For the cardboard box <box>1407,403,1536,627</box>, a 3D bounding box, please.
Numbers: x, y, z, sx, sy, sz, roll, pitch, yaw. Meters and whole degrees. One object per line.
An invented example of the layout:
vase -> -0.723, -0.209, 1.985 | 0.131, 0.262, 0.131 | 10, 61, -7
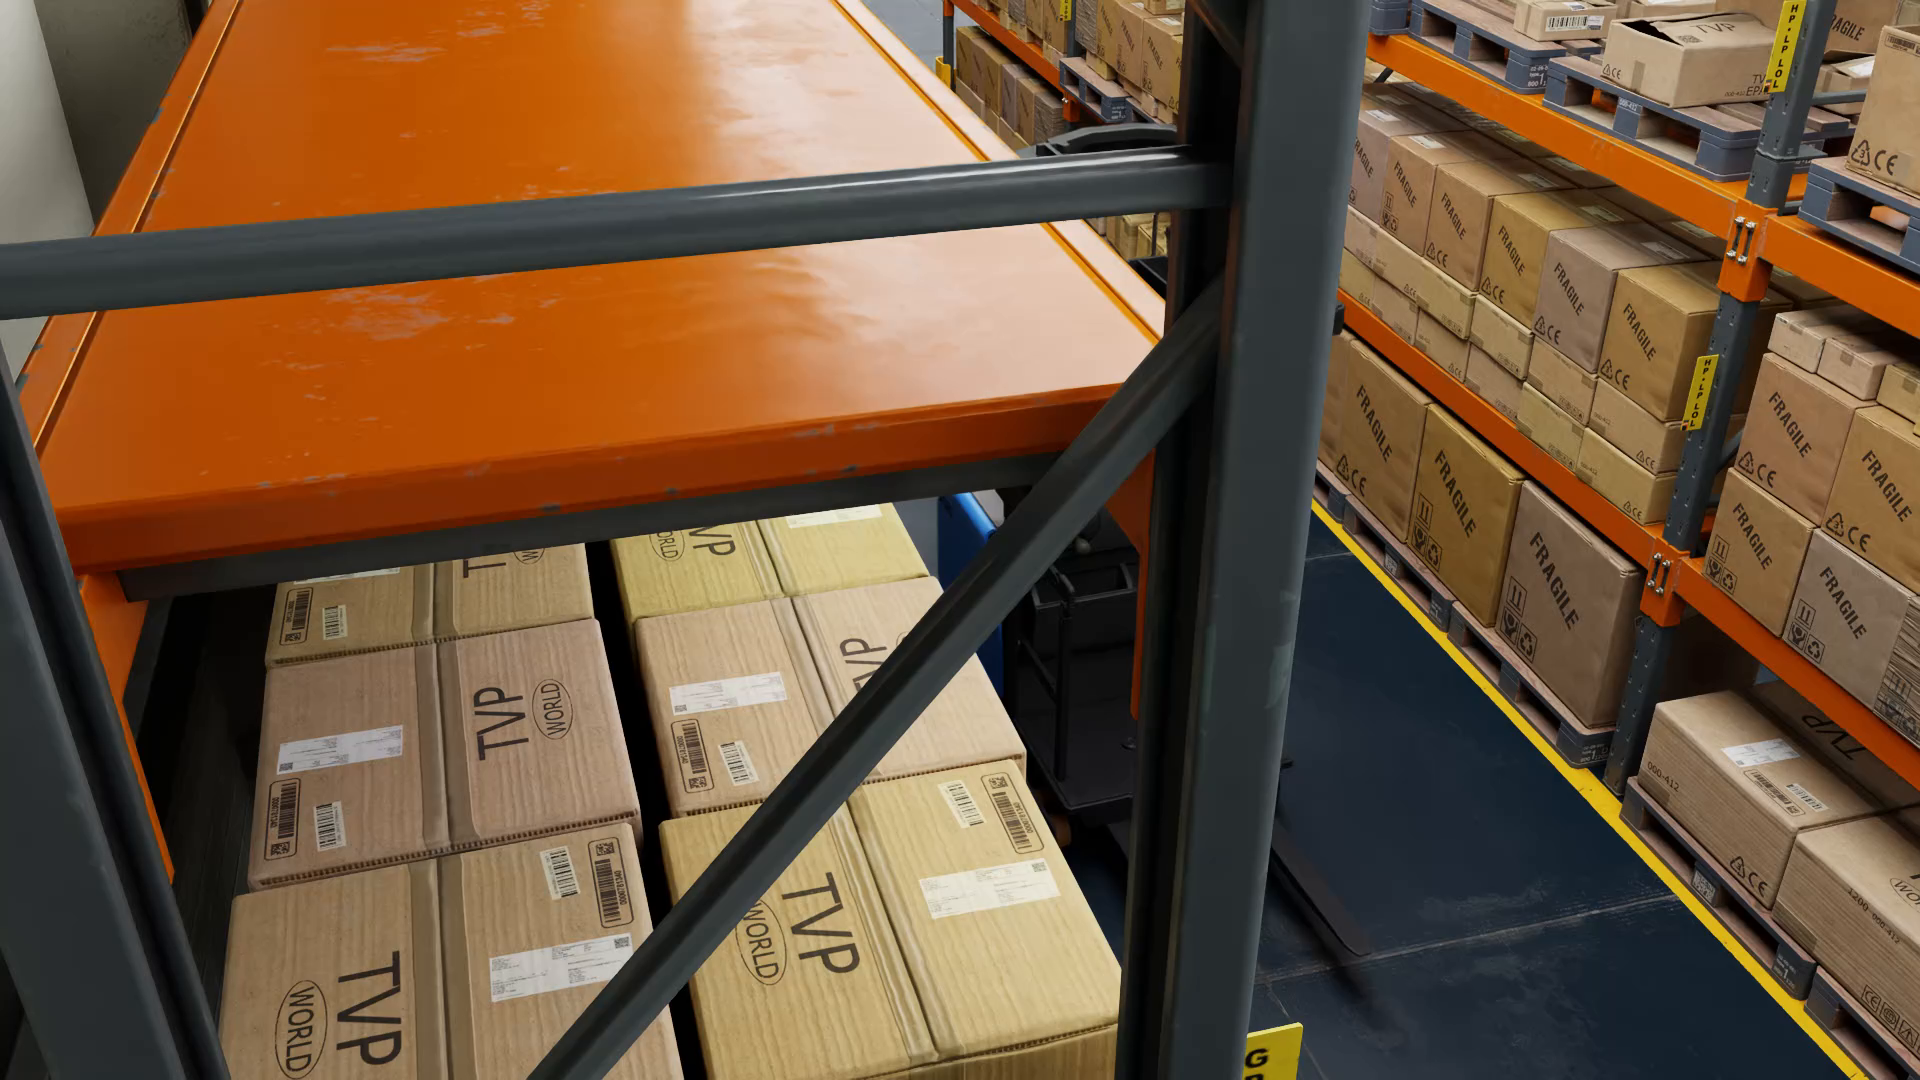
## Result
cardboard box -> 3.014, -0.187, 8.781 | 0.875, 0.875, 0.875 | -7, 31, -12

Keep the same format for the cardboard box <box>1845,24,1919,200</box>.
cardboard box -> 3.457, -1.456, 5.657 | 0.500, 0.500, 0.500 | -7, 31, -12

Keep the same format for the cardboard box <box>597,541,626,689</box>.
cardboard box -> -0.512, 0.041, 3.543 | 0.500, 0.250, 0.500 | -8, 31, -14

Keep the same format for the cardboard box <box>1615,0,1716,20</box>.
cardboard box -> 3.356, -2.552, 7.885 | 0.396, 0.266, 0.258 | -5, 30, -9

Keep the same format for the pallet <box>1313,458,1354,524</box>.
pallet -> 2.578, -0.535, 10.464 | 1.003, 0.211, 1.213 | -8, 31, -13

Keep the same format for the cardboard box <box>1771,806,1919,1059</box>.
cardboard box -> 3.805, 1.476, 6.344 | 0.875, 0.438, 0.875 | -9, 31, -15

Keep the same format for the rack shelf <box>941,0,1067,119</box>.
rack shelf -> 0.849, -4.720, 15.628 | 1.077, 0.370, 4.000 | -8, 31, -13

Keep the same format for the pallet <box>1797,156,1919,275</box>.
pallet -> 3.710, -1.064, 5.689 | 1.003, 0.211, 1.213 | -8, 31, -13

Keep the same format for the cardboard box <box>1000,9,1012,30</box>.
cardboard box -> 0.586, -4.808, 15.314 | 0.380, 0.149, 0.250 | -8, 31, -13

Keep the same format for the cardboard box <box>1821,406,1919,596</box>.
cardboard box -> 3.524, -0.170, 5.952 | 0.500, 0.500, 0.500 | -8, 31, -14

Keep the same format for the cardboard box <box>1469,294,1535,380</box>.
cardboard box -> 2.869, -1.023, 8.174 | 0.500, 0.250, 0.500 | -7, 31, -12

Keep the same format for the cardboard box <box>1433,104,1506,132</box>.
cardboard box -> 2.975, -2.147, 9.368 | 0.500, 0.500, 0.500 | -7, 31, -12

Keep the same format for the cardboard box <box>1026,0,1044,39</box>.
cardboard box -> 0.879, -4.666, 14.421 | 0.500, 0.500, 0.500 | -7, 31, -12

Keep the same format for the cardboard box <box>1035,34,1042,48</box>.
cardboard box -> 0.881, -4.449, 14.693 | 0.380, 0.149, 0.250 | -8, 31, -14

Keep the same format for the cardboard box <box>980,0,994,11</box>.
cardboard box -> 0.406, -5.188, 15.971 | 0.380, 0.149, 0.250 | -7, 31, -12

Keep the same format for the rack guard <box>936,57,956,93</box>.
rack guard -> 0.338, -4.878, 17.679 | 1.175, 0.500, 0.348 | -8, 31, -13

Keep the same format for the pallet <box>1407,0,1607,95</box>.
pallet -> 2.963, -2.506, 8.279 | 1.003, 0.211, 1.213 | -6, 31, -11

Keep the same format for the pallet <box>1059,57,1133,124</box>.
pallet -> 1.442, -3.594, 13.156 | 1.003, 0.211, 1.213 | -8, 31, -13

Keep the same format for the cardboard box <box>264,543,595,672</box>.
cardboard box -> -0.891, 0.138, 2.877 | 0.500, 0.250, 0.500 | -8, 31, -13

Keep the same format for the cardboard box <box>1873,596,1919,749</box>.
cardboard box -> 3.631, 0.502, 5.789 | 0.500, 0.500, 0.500 | -8, 31, -13

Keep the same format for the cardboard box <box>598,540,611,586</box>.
cardboard box -> -0.504, -0.167, 3.404 | 0.500, 0.250, 0.500 | -7, 31, -12

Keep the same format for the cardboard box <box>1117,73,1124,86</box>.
cardboard box -> 1.429, -3.581, 12.773 | 0.380, 0.149, 0.250 | -6, 31, -10

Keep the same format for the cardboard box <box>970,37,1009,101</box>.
cardboard box -> 0.416, -4.623, 16.321 | 0.500, 0.500, 0.500 | -9, 31, -15

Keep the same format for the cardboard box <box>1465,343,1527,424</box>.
cardboard box -> 2.892, -0.812, 8.308 | 0.500, 0.250, 0.500 | -9, 31, -15

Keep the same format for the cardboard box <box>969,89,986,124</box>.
cardboard box -> 0.394, -4.315, 16.536 | 0.500, 0.250, 0.500 | -7, 31, -11

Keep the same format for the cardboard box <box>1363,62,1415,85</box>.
cardboard box -> 2.545, -2.735, 10.665 | 0.500, 0.500, 0.500 | -9, 31, -15

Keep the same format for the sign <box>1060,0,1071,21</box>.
sign -> 0.859, -4.364, 13.431 | 0.100, 0.325, 0.005 | -8, 31, -13

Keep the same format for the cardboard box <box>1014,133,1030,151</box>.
cardboard box -> 0.813, -3.562, 15.236 | 0.500, 0.250, 0.500 | -9, 31, -15

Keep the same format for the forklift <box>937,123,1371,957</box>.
forklift -> 0.818, -0.126, 7.041 | 1.130, 2.935, 3.031 | -9, 31, -16

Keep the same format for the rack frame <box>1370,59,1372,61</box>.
rack frame -> 5.064, -6.704, 18.338 | 1.000, 3.000, 0.127 | -8, 31, -13

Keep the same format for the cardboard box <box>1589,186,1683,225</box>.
cardboard box -> 3.371, -1.413, 8.098 | 0.500, 0.500, 0.500 | -9, 31, -15

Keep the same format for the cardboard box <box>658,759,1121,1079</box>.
cardboard box -> -0.095, 0.566, 2.137 | 0.500, 0.250, 0.500 | -8, 31, -14

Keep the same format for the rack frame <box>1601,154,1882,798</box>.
rack frame -> 3.503, -0.201, 7.103 | 1.000, 3.000, 0.127 | -8, 31, -13

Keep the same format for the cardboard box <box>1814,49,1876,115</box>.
cardboard box -> 3.708, -1.911, 6.778 | 0.396, 0.266, 0.258 | -8, 31, -14

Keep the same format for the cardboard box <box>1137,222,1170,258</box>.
cardboard box -> 1.902, -2.174, 12.716 | 0.950, 0.372, 0.625 | -7, 31, -12

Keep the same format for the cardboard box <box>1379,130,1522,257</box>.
cardboard box -> 2.600, -1.848, 8.851 | 0.500, 0.500, 0.500 | -7, 31, -12

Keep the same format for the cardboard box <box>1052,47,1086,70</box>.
cardboard box -> 1.001, -4.071, 14.040 | 0.380, 0.149, 0.250 | -8, 31, -14

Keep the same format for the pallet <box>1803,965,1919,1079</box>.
pallet -> 3.957, 1.974, 6.129 | 1.003, 0.211, 1.213 | -8, 31, -13

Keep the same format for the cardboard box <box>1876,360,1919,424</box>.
cardboard box -> 3.529, -0.531, 5.928 | 0.380, 0.149, 0.250 | -8, 31, -14

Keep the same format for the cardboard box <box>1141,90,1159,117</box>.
cardboard box -> 1.541, -3.196, 12.109 | 0.380, 0.149, 0.250 | -7, 31, -11

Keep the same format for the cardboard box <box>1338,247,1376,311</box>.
cardboard box -> 2.482, -1.553, 9.588 | 0.500, 0.250, 0.500 | -9, 31, -15

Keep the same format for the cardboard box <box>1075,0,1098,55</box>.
cardboard box -> 1.228, -4.154, 13.117 | 0.500, 0.500, 0.500 | -7, 31, -12

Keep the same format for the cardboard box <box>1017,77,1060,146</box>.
cardboard box -> 0.827, -3.877, 15.031 | 0.500, 0.500, 0.500 | -7, 31, -12

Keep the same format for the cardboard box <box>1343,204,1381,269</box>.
cardboard box -> 2.474, -1.757, 9.442 | 0.500, 0.250, 0.500 | -7, 31, -12

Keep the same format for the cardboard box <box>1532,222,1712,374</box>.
cardboard box -> 2.998, -1.109, 7.573 | 0.500, 0.500, 0.500 | -7, 31, -12

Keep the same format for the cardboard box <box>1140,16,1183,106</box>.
cardboard box -> 1.626, -3.425, 11.857 | 0.500, 0.500, 0.500 | -9, 31, -15

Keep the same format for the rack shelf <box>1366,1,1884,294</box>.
rack shelf -> 2.972, -2.154, 8.201 | 1.077, 0.370, 4.000 | -8, 31, -13
